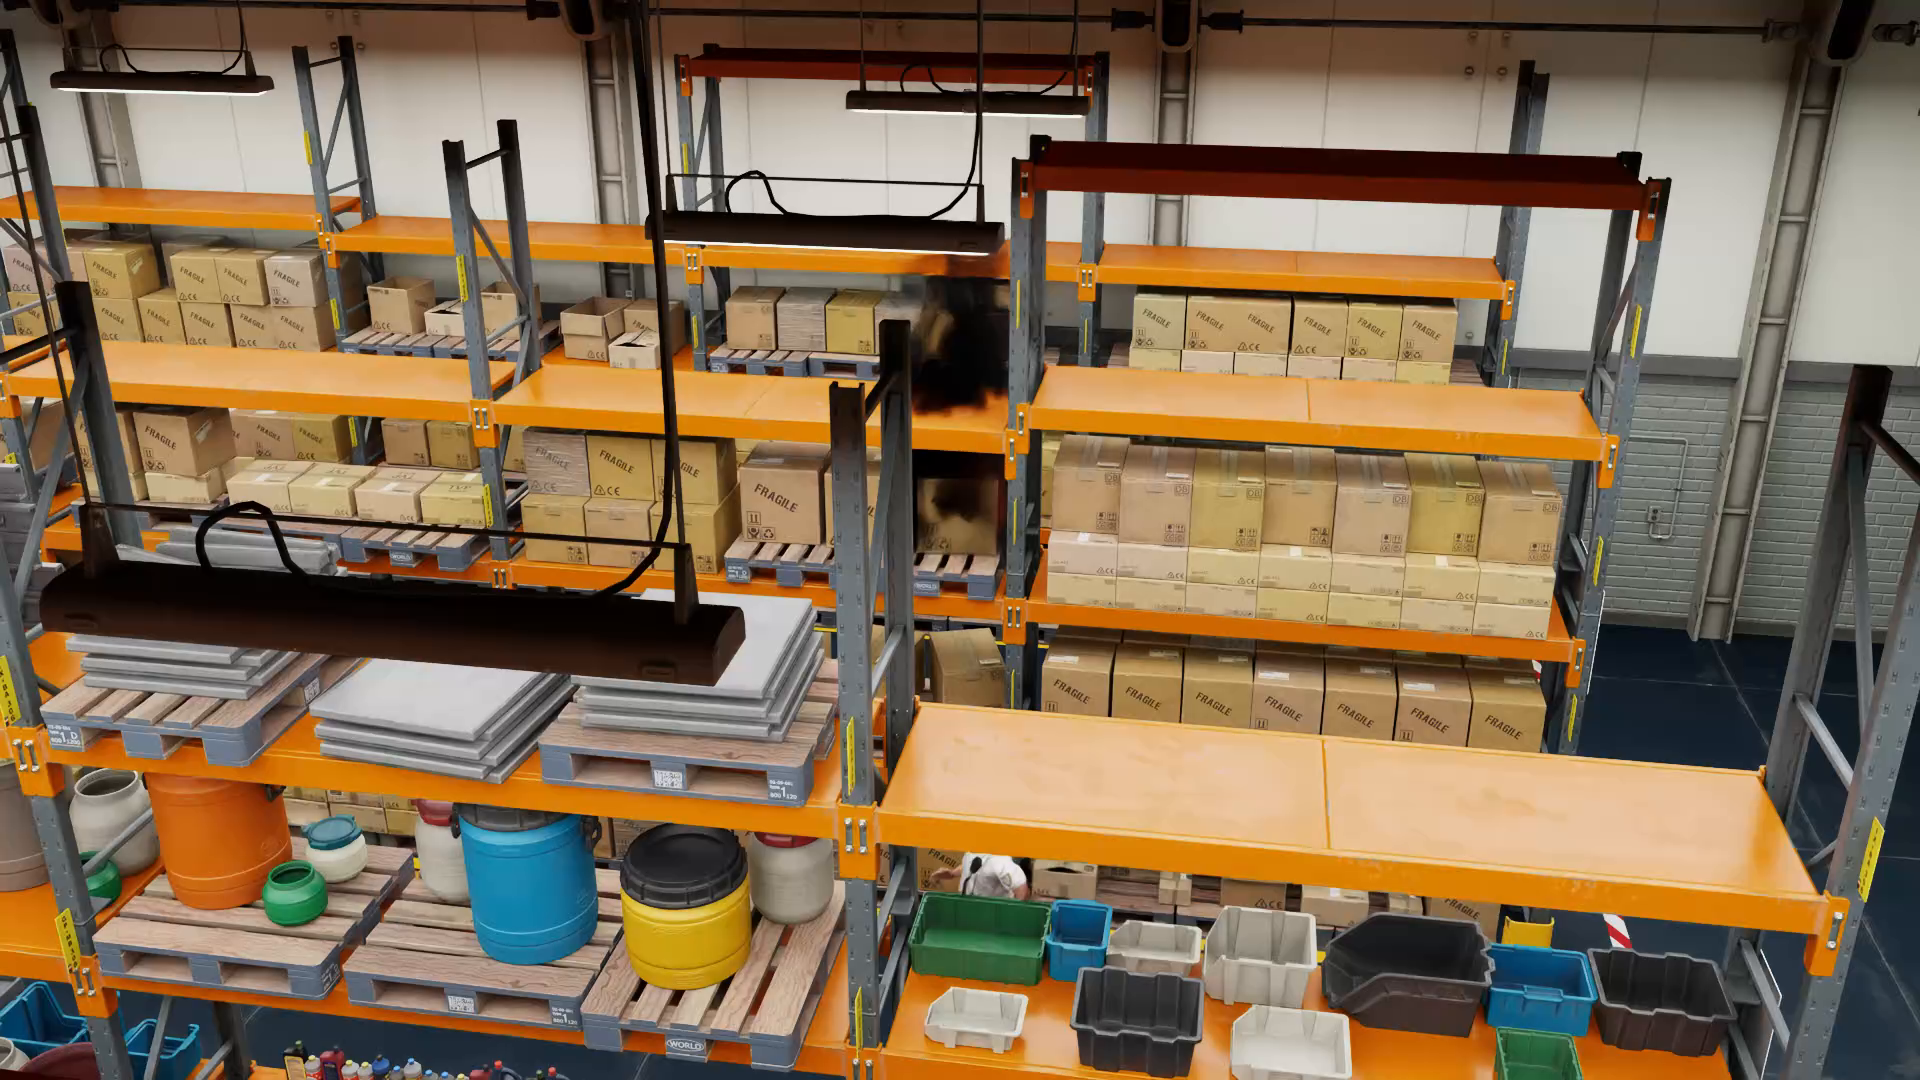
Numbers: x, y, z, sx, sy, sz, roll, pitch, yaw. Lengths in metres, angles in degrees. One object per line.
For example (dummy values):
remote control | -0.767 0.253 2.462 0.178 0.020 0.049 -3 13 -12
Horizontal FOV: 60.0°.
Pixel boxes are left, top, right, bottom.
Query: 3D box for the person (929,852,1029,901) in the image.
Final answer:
person | 0.150 2.595 11.339 0.724 1.888 0.652 1 23 3
